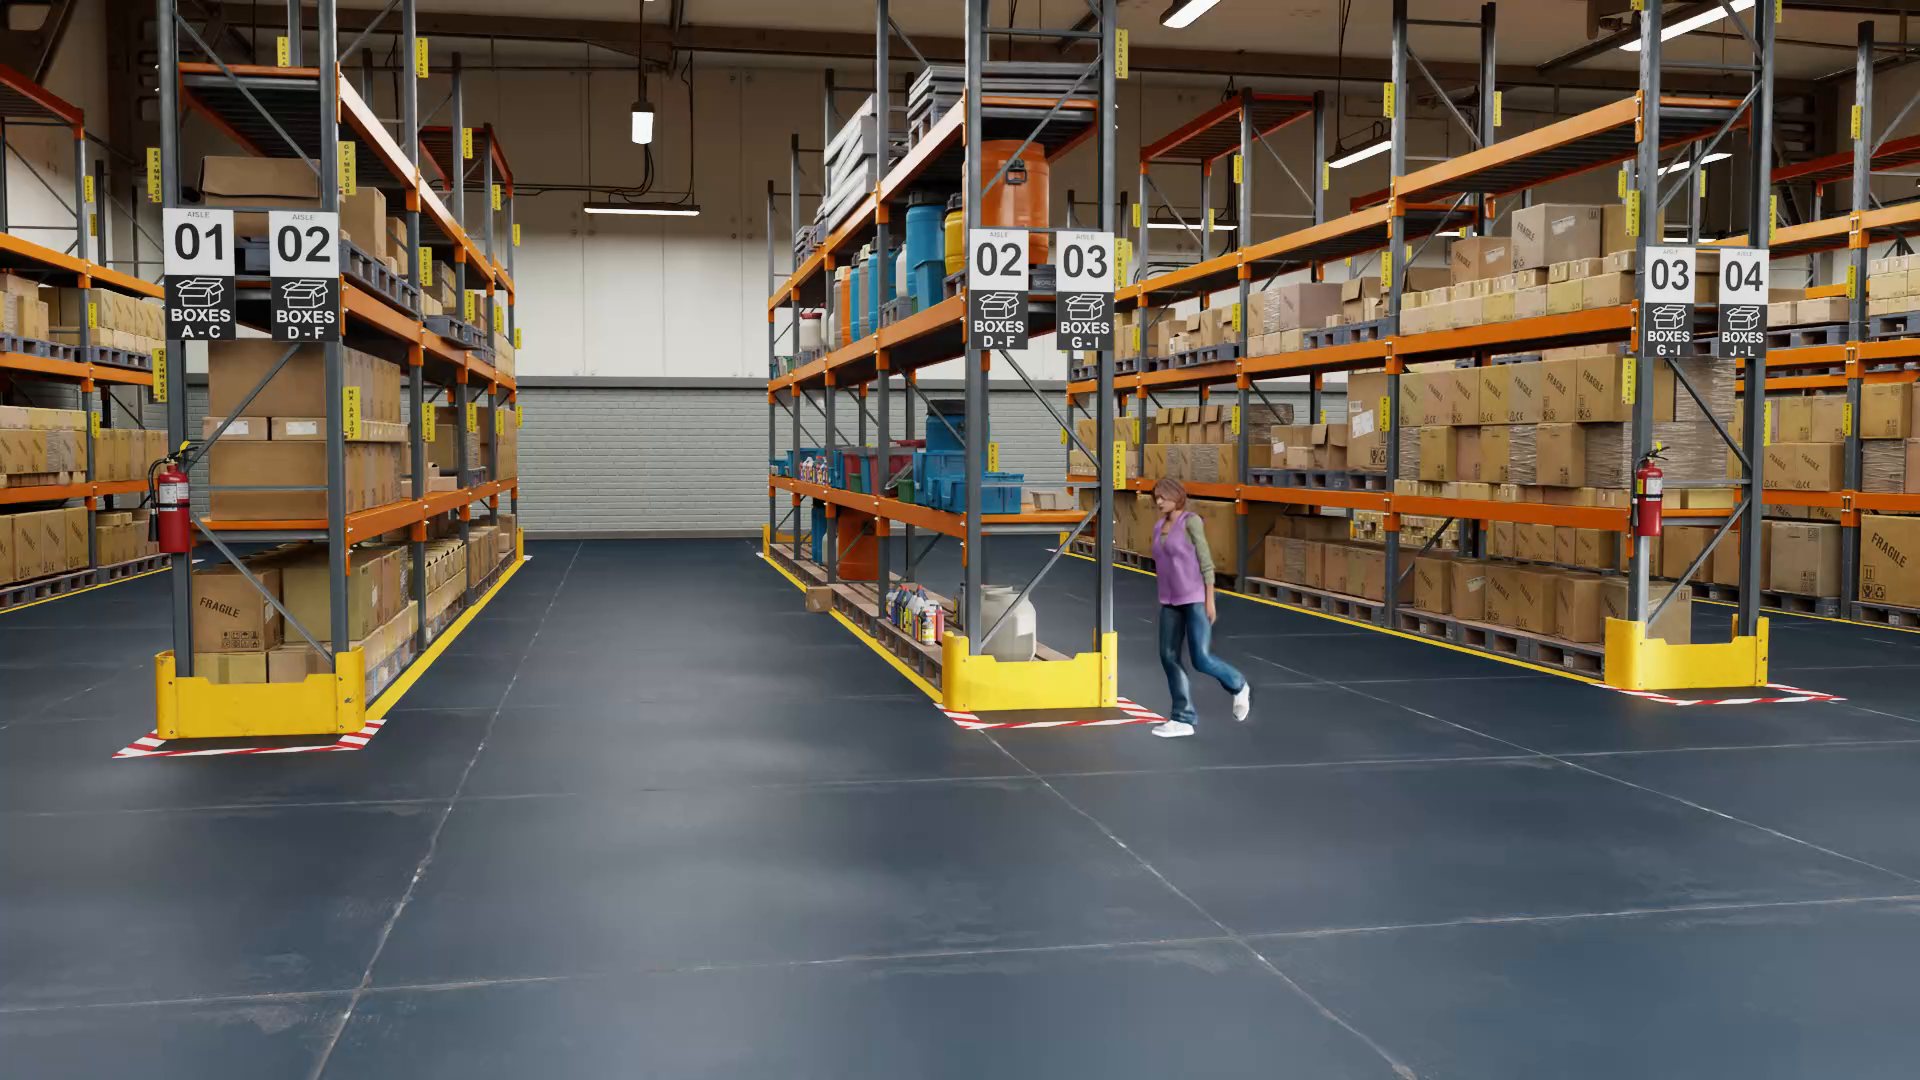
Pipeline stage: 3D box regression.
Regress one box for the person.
[{"bbox_3d":[1.421,0.394,10.177,0.700,1.561,0.456,-2,4,-34],"label":"person"}]
